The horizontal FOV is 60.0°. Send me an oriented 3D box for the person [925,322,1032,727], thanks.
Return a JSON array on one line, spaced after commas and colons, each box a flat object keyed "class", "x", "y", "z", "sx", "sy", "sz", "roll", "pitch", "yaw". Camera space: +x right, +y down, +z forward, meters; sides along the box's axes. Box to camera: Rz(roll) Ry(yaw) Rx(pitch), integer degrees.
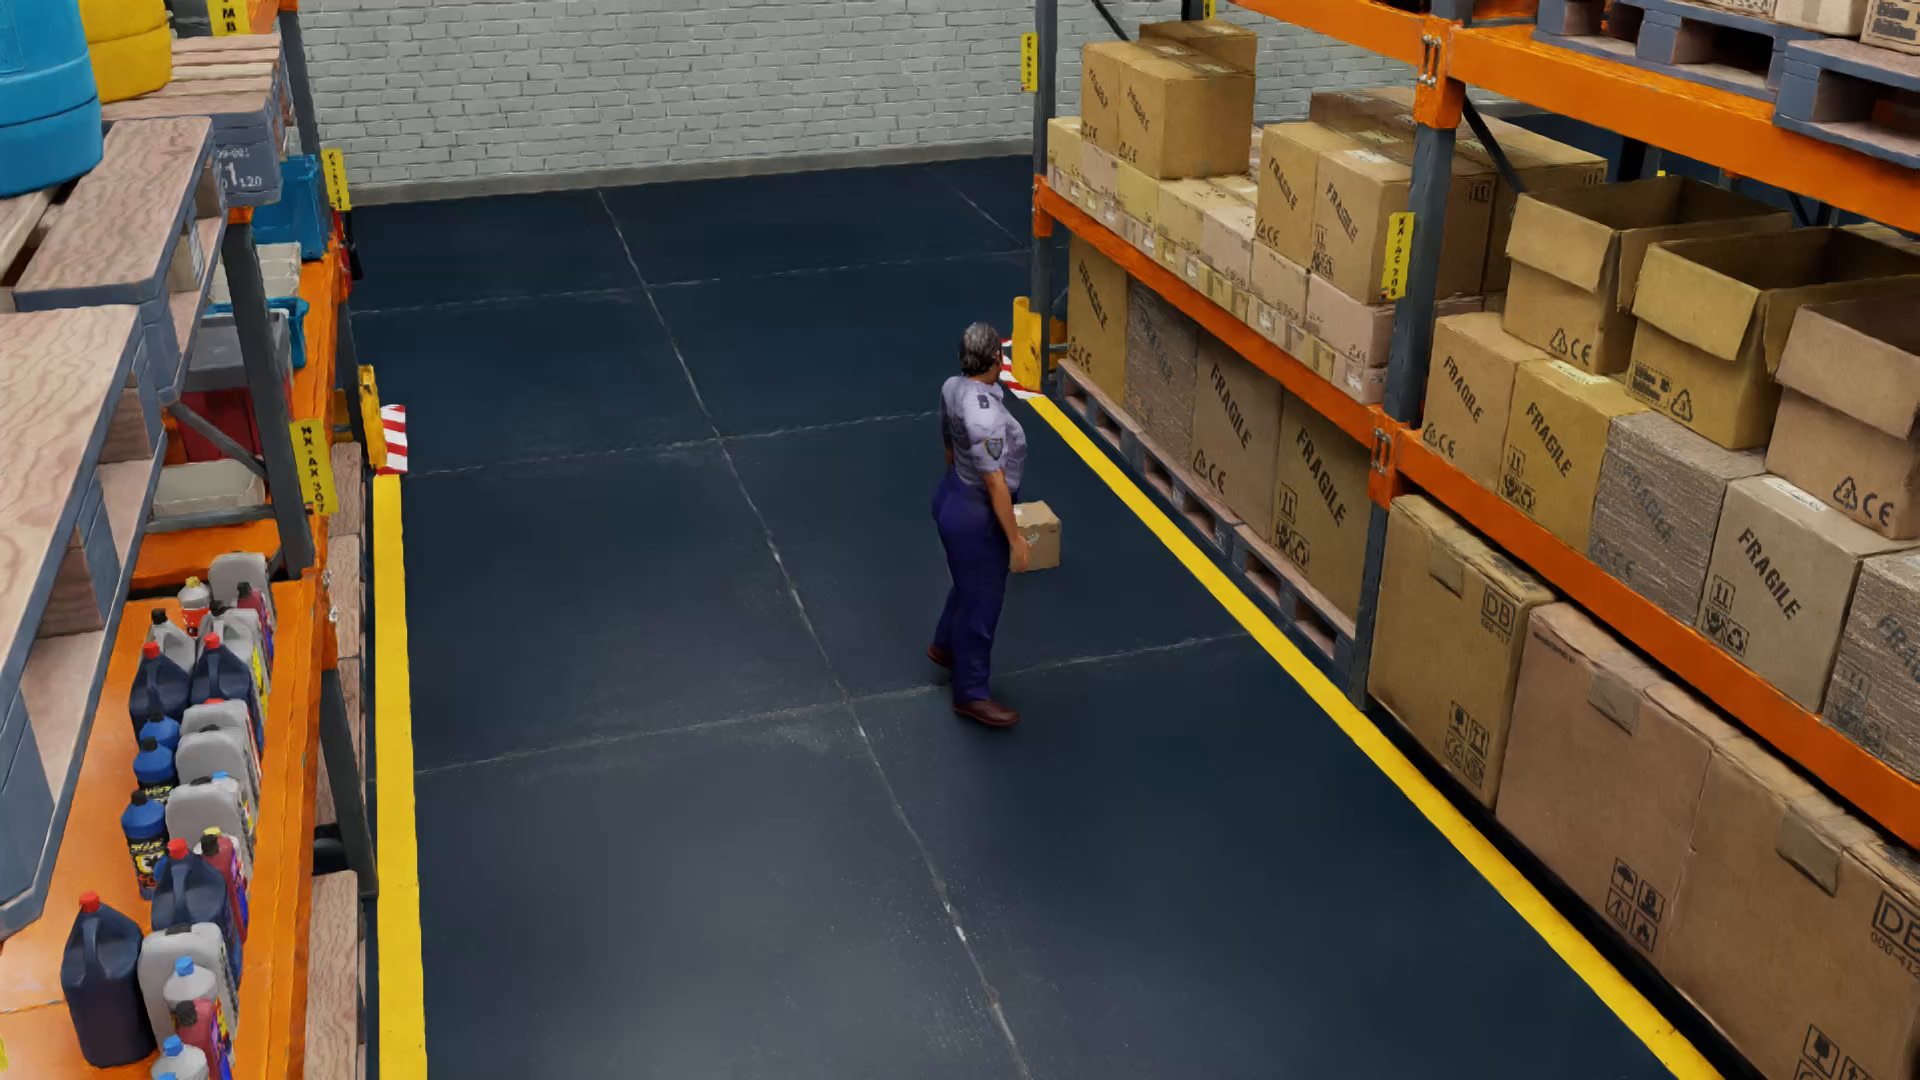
[{"class": "person", "x": 0.077, "y": -0.070, "z": 6.758, "sx": 0.359, "sy": 1.665, "sz": 0.575, "roll": -5, "pitch": 27, "yaw": -10}]
